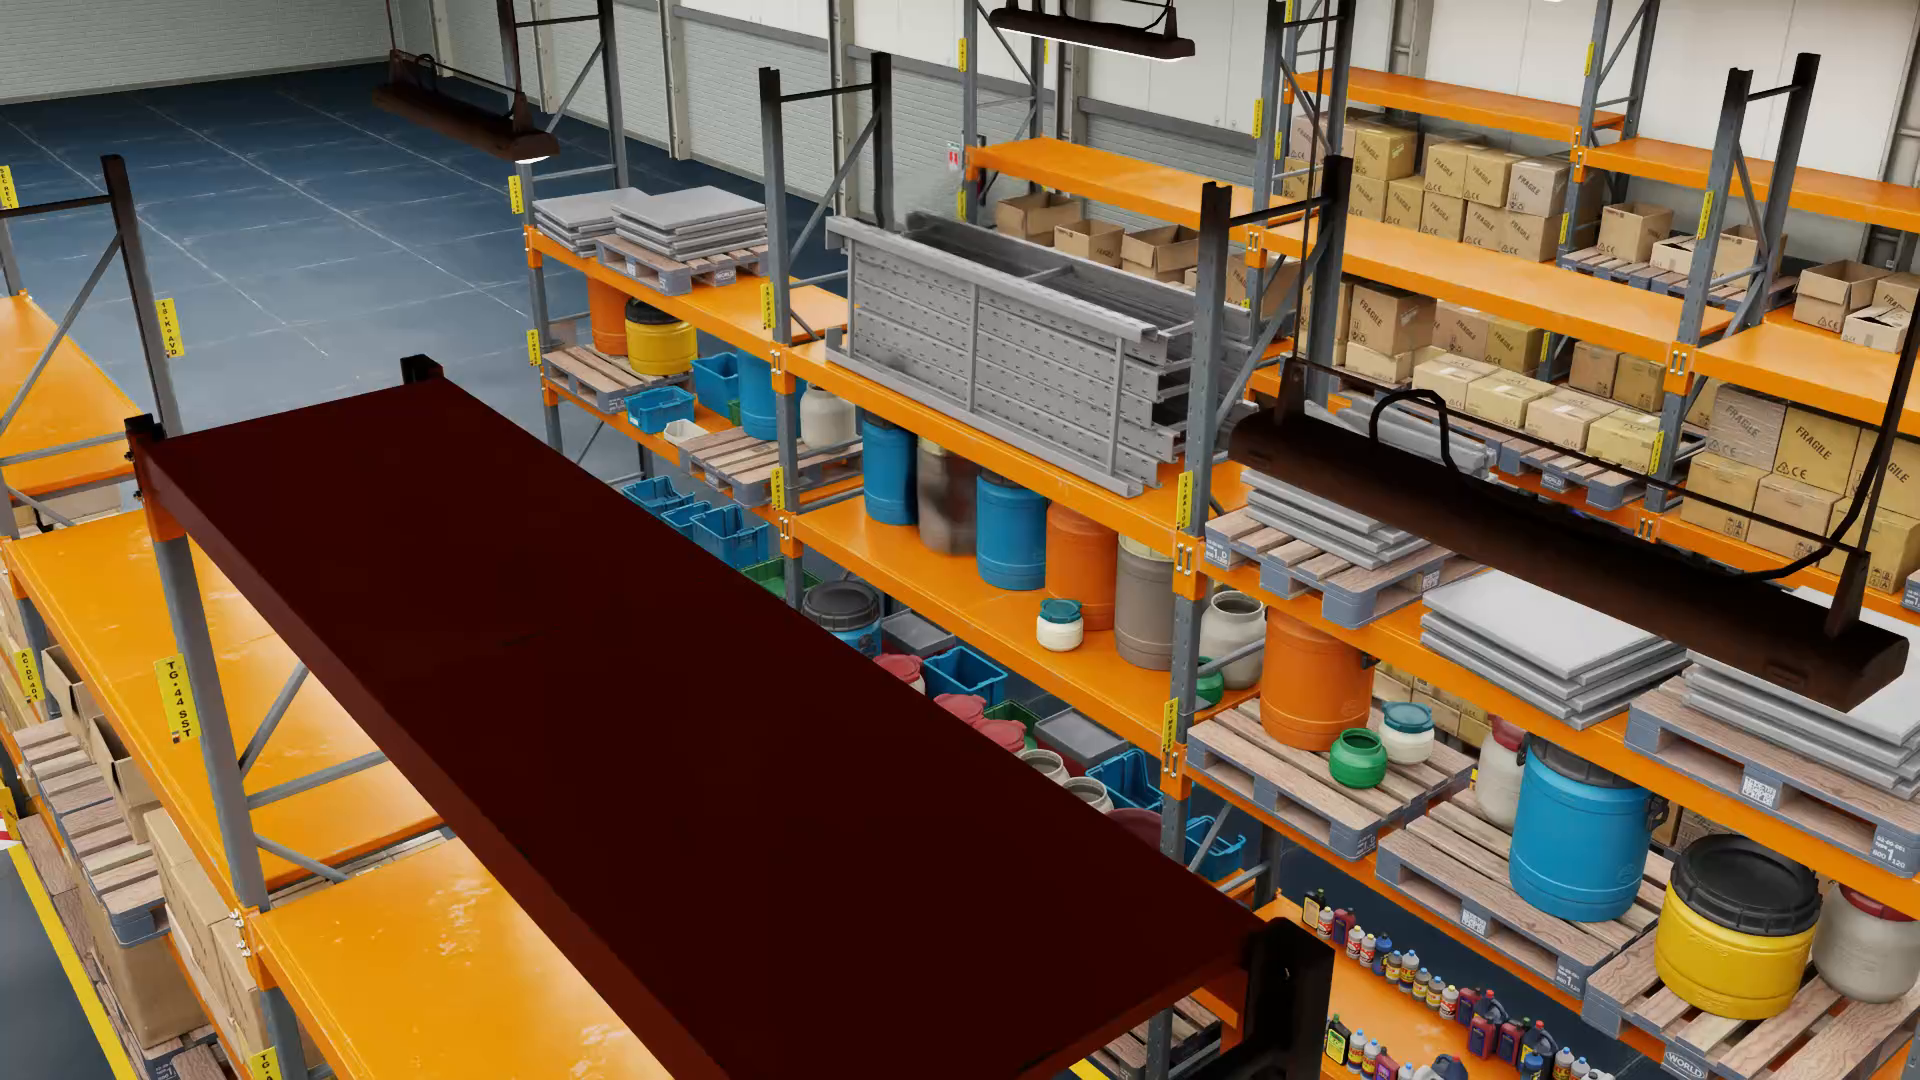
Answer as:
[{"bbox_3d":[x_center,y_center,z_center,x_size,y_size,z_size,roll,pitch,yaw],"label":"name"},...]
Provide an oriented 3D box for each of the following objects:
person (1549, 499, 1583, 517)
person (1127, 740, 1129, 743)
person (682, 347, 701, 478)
[{"bbox_3d":[5.610,0.242,15.883,0.545,1.669,0.686,-23,34,-39],"label":"person"},{"bbox_3d":[1.222,0.907,13.742,0.669,1.782,0.583,-22,34,-38],"label":"person"},{"bbox_3d":[-3.129,-1.514,19.558,0.693,1.634,0.507,-2,26,-5],"label":"person"}]
